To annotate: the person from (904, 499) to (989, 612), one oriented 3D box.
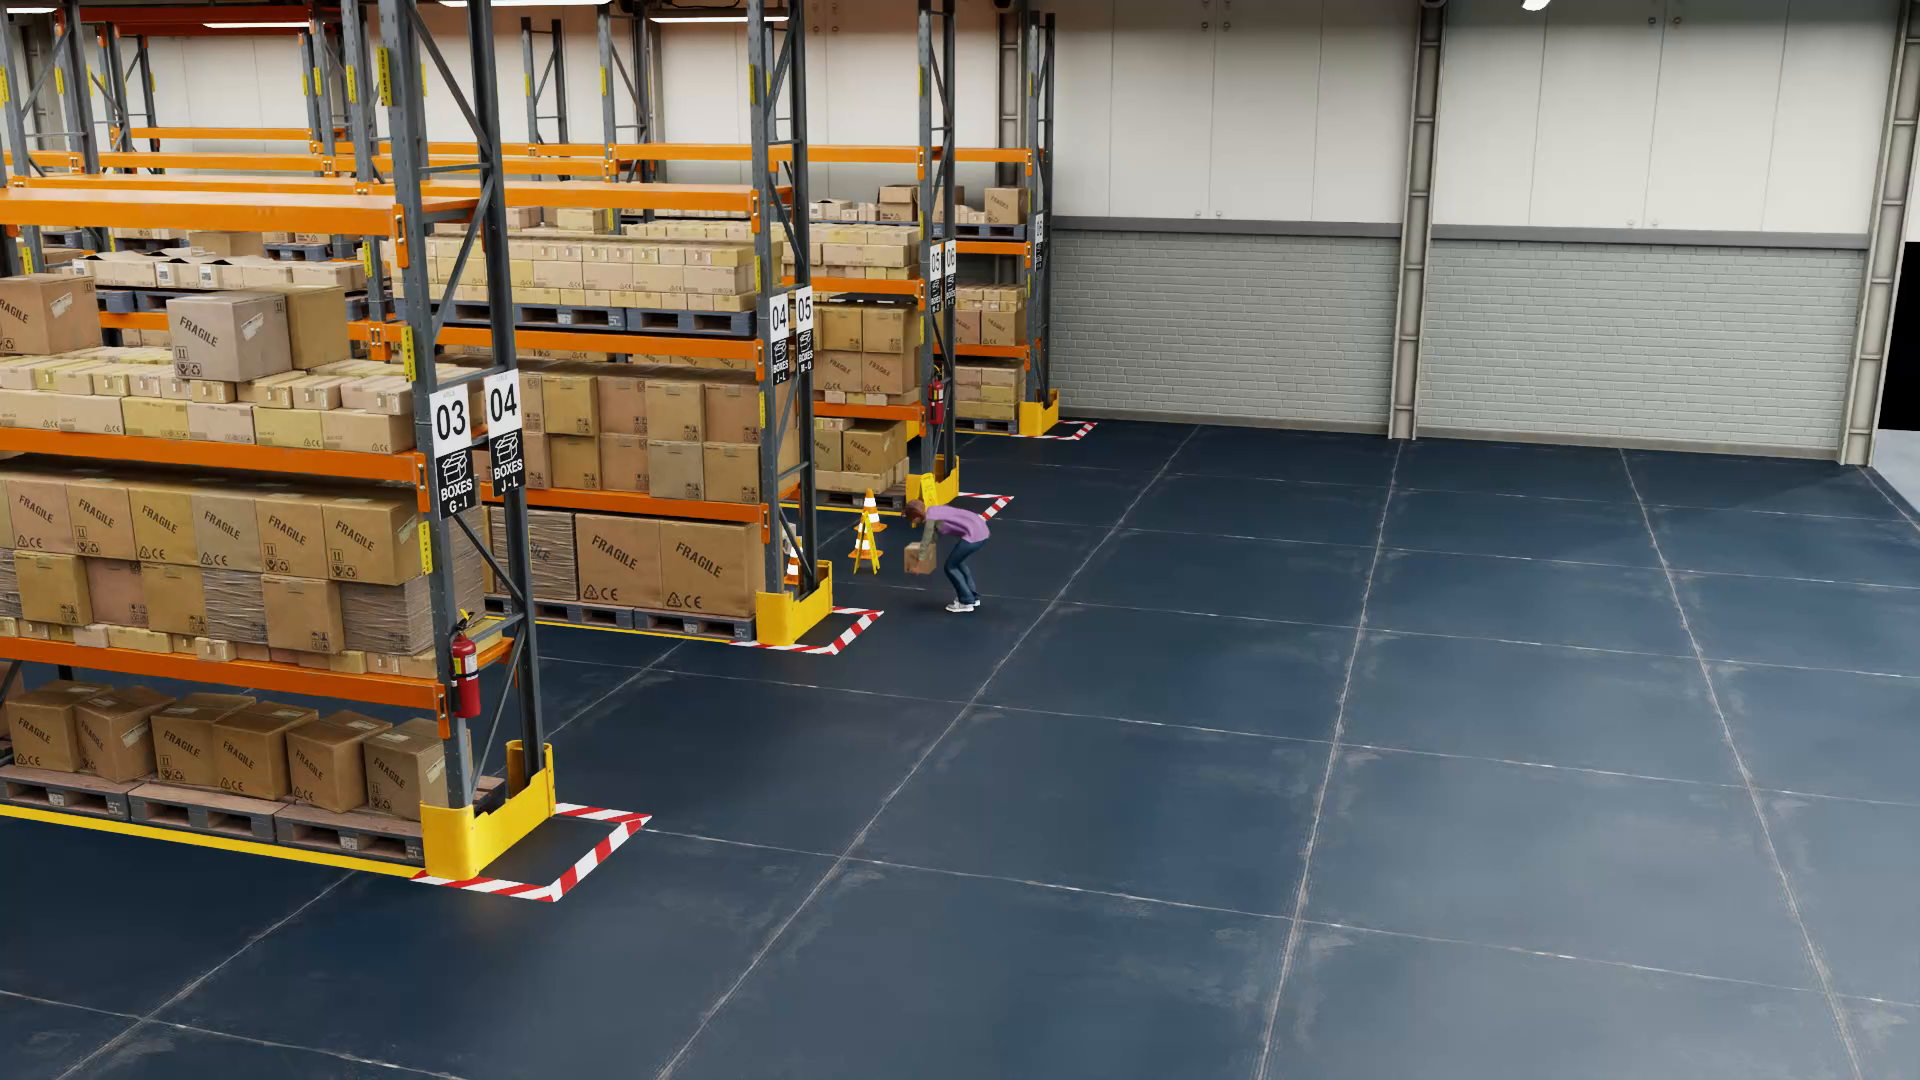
[{"bbox_3d":[-0.133,0.147,16.383,0.850,1.074,0.408,4,16,14],"label":"person"}]
